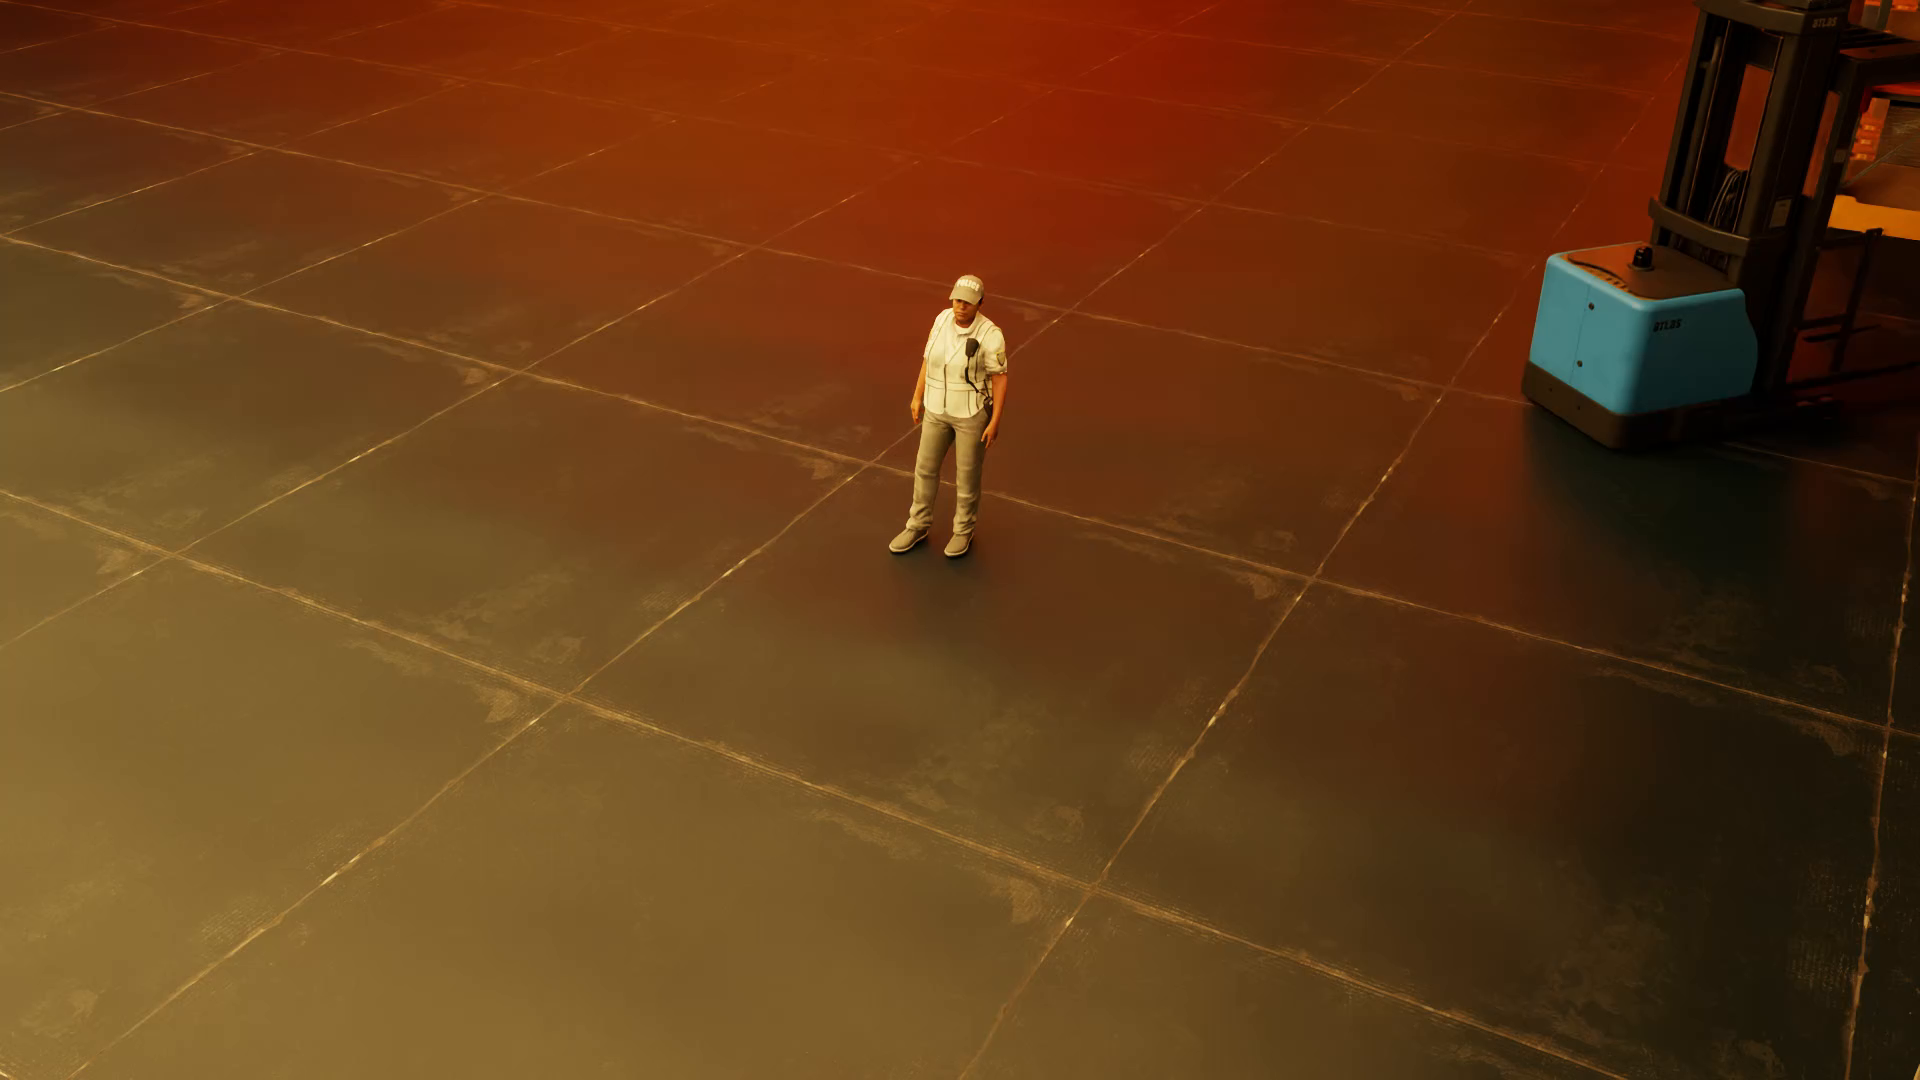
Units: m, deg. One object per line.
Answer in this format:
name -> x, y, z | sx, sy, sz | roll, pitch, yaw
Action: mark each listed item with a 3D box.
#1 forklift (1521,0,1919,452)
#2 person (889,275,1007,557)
forklift -> 5.509, -2.292, 11.042 | 3.031, 2.935, 1.130 | -10, 32, -17
person -> -0.057, -0.700, 9.534 | 0.598, 1.670, 0.529 | 15, 33, 25
